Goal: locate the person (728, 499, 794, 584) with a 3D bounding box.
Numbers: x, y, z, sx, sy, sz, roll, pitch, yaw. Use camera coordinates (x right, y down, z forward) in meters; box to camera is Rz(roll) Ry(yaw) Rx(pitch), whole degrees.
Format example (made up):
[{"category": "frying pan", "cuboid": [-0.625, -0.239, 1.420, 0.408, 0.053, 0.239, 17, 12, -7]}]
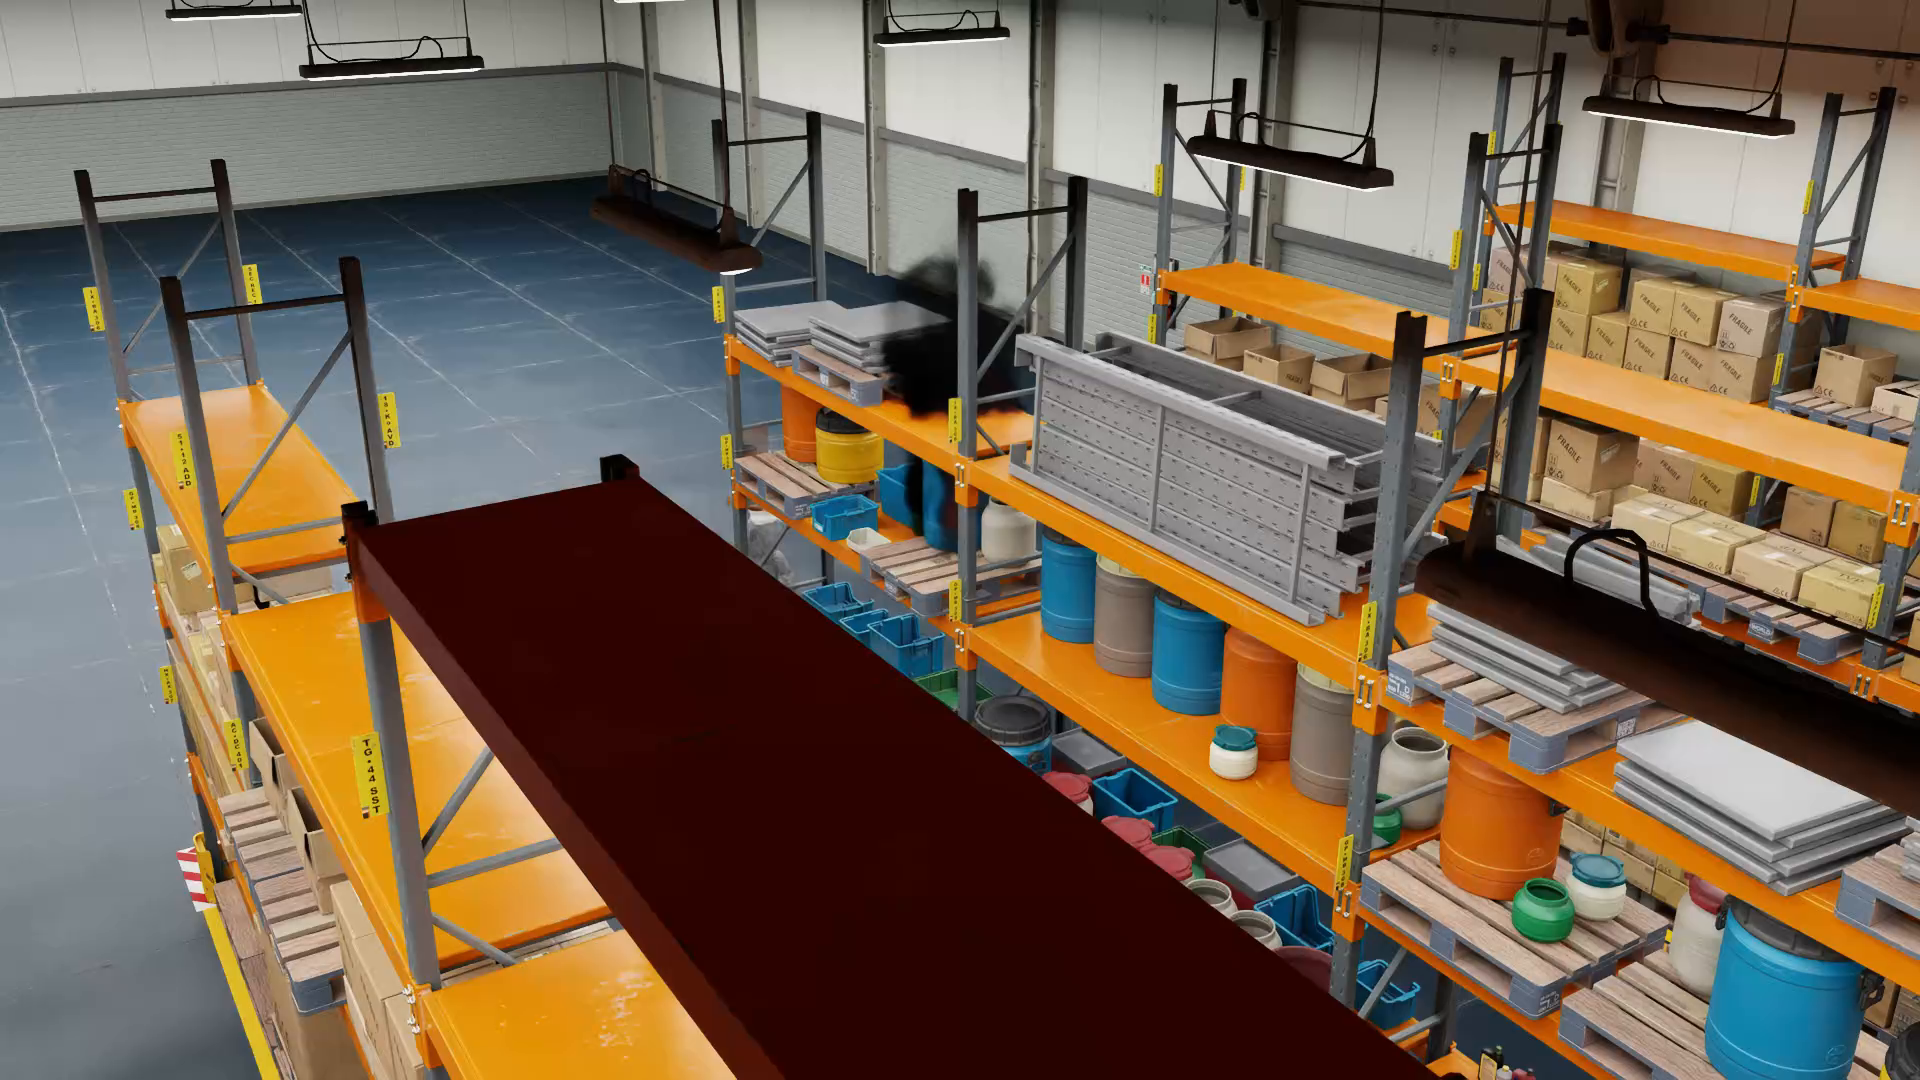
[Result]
[{"category": "person", "cuboid": [-2.353, -0.224, 19.636, 0.722, 1.803, 0.663, -2, 22, -4]}]
